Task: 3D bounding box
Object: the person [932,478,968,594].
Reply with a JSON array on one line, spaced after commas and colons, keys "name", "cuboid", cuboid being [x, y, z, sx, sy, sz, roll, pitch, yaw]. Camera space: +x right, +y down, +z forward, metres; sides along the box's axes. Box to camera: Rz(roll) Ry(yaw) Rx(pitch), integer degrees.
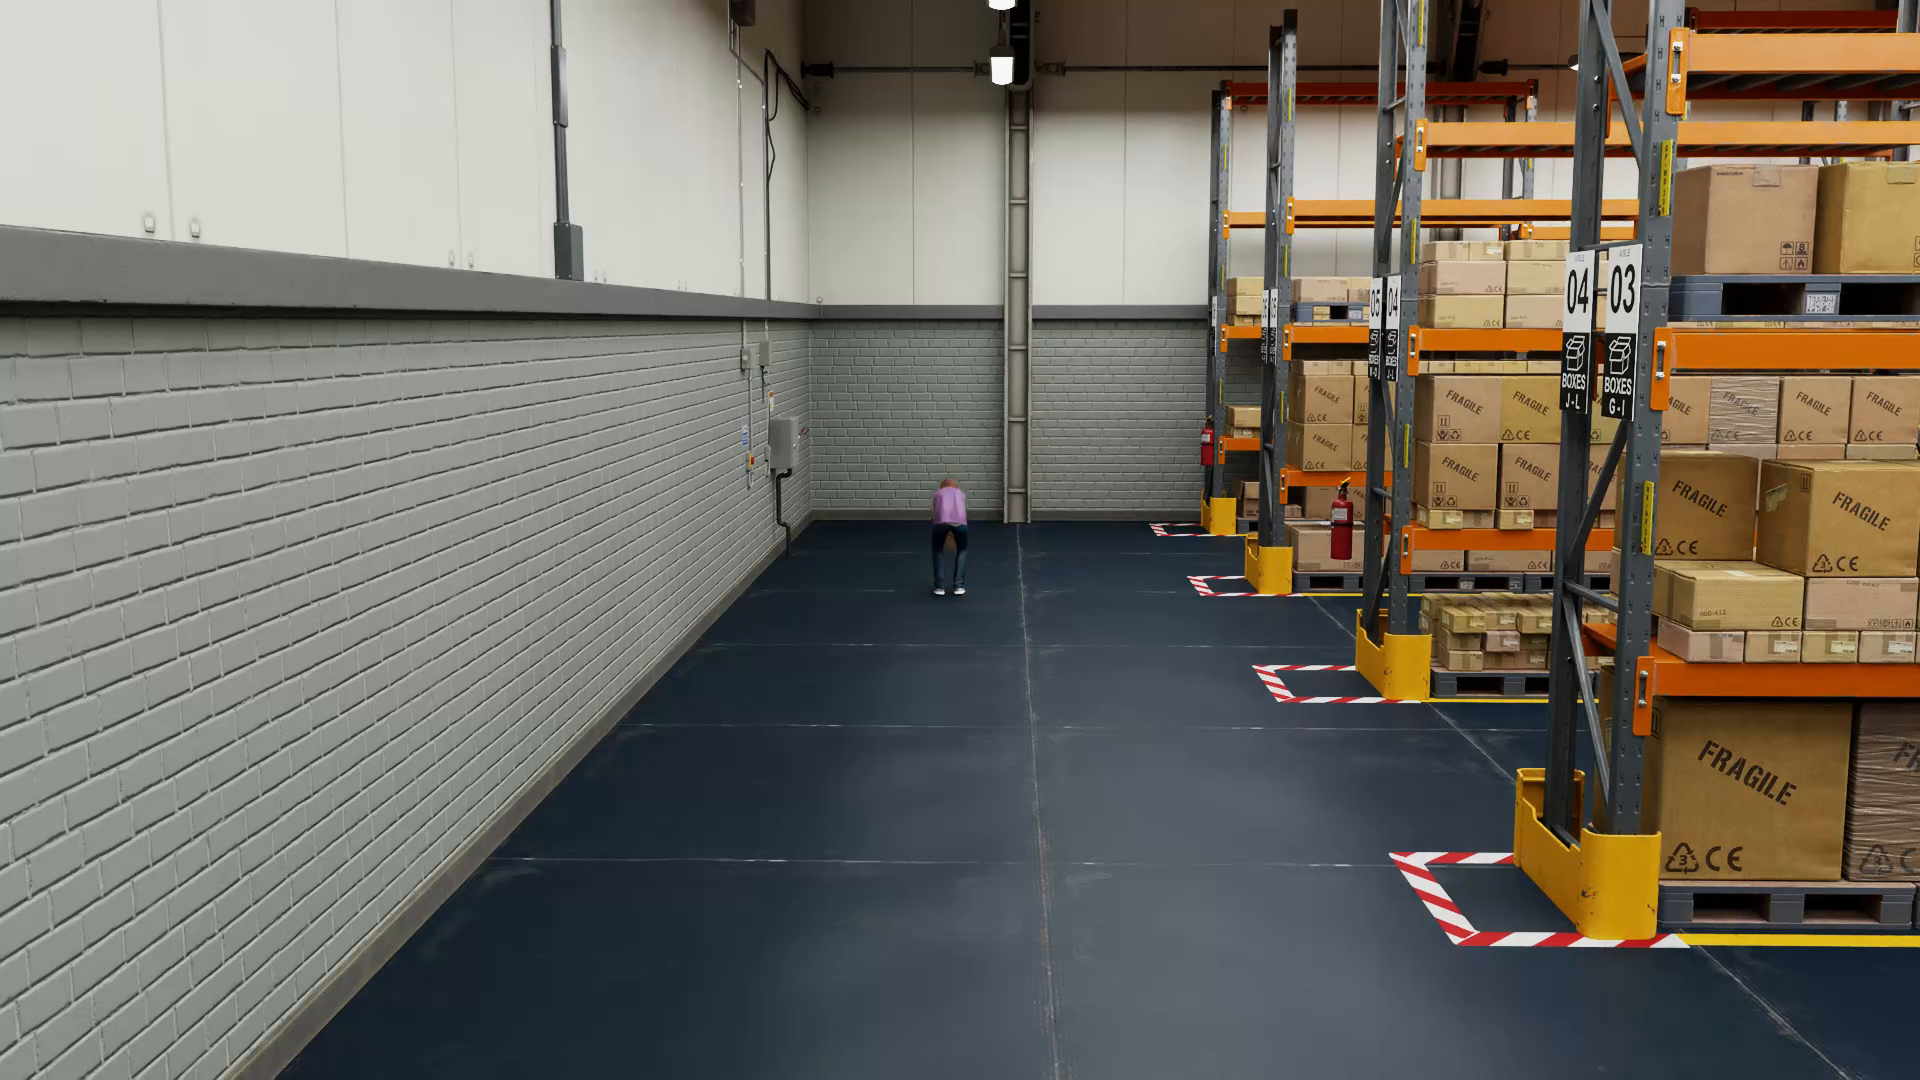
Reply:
[{"name": "person", "cuboid": [-0.107, -0.025, 17.680, 0.388, 1.168, 0.820, 0, 7, -1]}]
